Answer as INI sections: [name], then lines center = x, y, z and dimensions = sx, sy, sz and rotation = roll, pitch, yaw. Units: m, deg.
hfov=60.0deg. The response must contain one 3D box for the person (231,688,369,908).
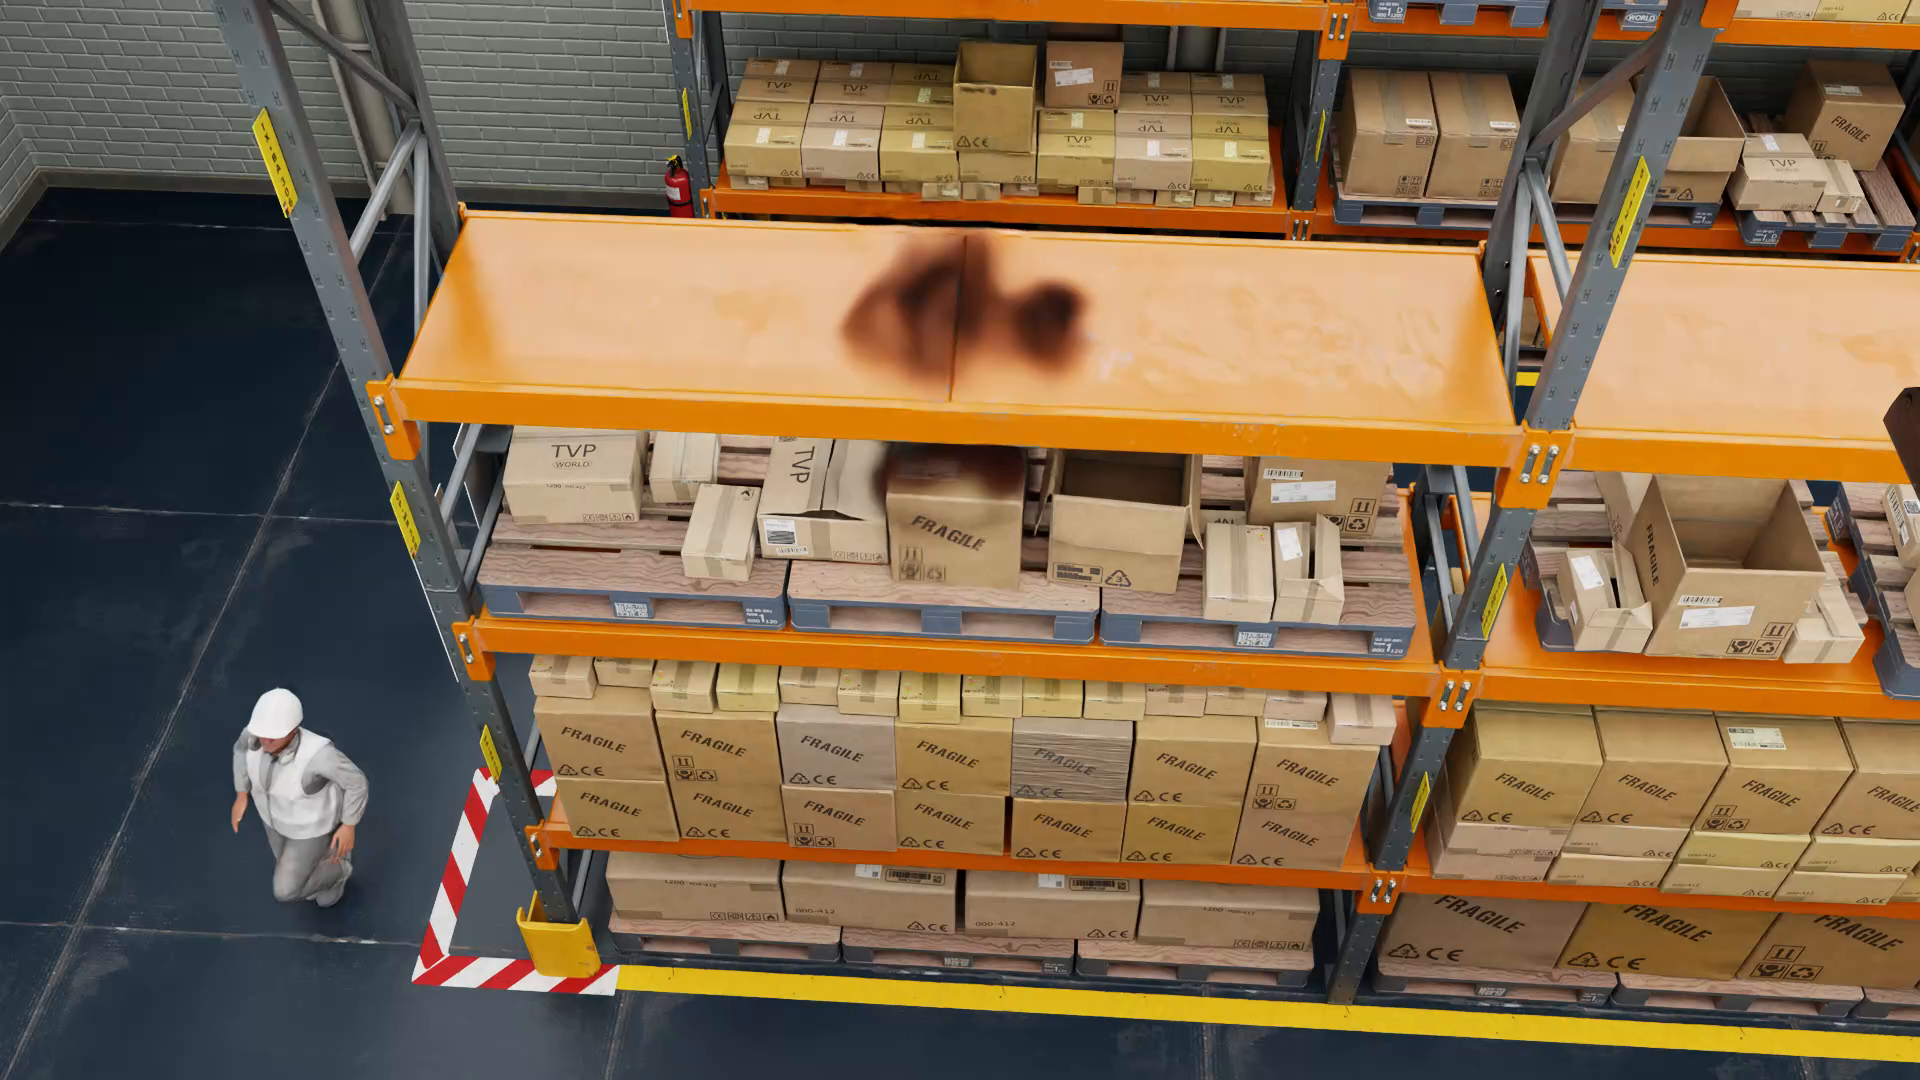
[person]
center = -3.337, 1.393, 8.329
dimensions = 0.709, 1.717, 0.573
rotation = 24, 52, 20
